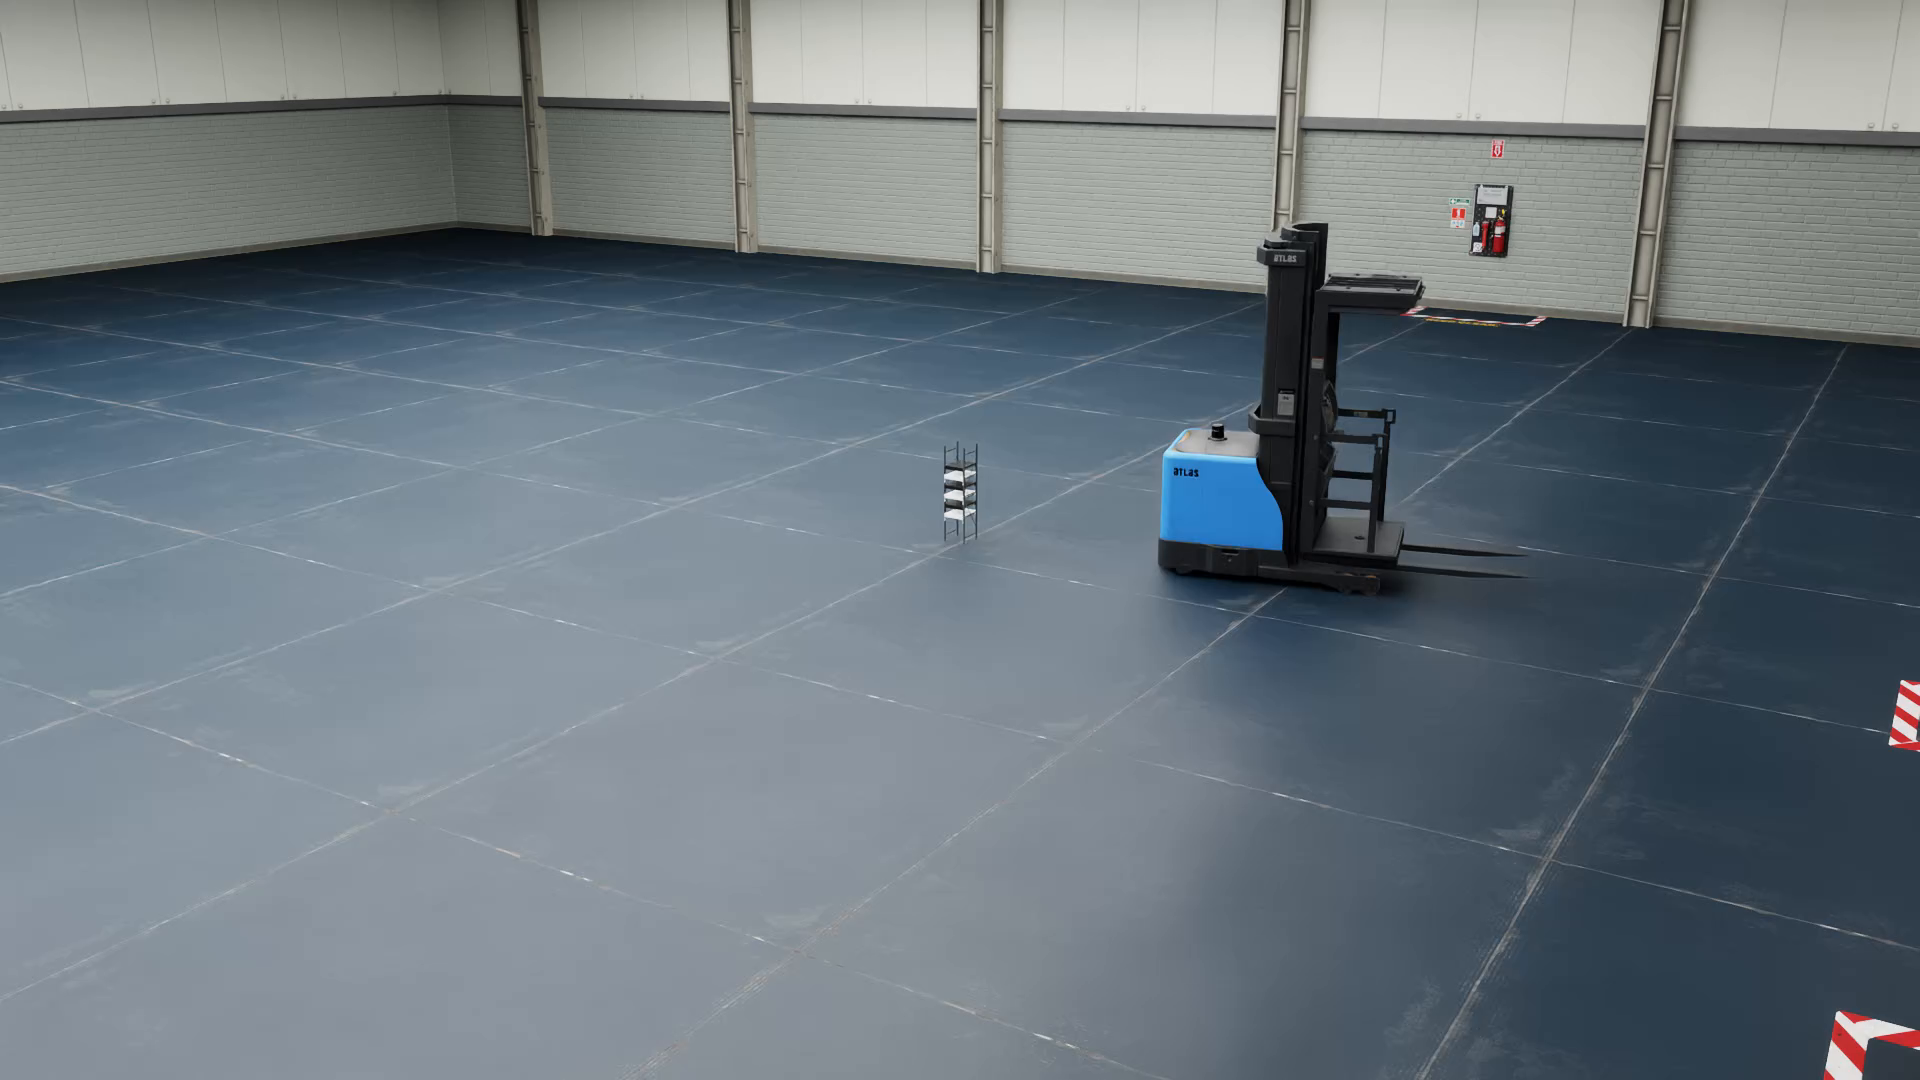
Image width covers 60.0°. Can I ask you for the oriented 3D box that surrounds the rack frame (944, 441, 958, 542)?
[{"bbox_3d":[-0.080,-0.445,15.166,0.006,0.900,0.240,10,20,30],"label":"rack frame"}]

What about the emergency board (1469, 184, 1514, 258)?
[{"bbox_3d":[8.708,-5.233,27.318,0.643,1.169,0.194,10,20,30],"label":"emergency board"}]

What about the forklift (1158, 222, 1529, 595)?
[{"bbox_3d":[3.279,-1.117,13.886,3.031,2.935,1.130,5,18,17],"label":"forklift"}]

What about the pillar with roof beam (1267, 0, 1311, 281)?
[{"bbox_3d":[3.428,-7.565,24.672,0.400,9.000,9.100,10,20,30],"label":"pillar with roof beam"}]

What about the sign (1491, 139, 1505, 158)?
[{"bbox_3d":[8.753,-6.369,27.066,0.199,0.298,0.001,10,20,30],"label":"sign"}]

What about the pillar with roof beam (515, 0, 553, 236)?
[{"bbox_3d":[-11.910,-10.303,33.685,0.400,9.000,9.100,10,20,30],"label":"pillar with roof beam"}]

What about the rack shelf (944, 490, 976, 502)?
[{"bbox_3d":[0.007,-0.397,15.125,0.200,0.077,0.258,10,20,30],"label":"rack shelf"}]

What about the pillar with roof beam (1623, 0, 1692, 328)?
[{"bbox_3d":[8.541,-6.652,21.667,0.400,9.000,9.100,10,20,30],"label":"pillar with roof beam"}]

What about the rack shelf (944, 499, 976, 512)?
[{"bbox_3d":[0.007,-0.311,15.151,0.200,0.077,0.258,10,20,30],"label":"rack shelf"}]

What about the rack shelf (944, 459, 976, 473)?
[{"bbox_3d":[0.007,-0.656,15.046,0.200,0.077,0.258,10,20,30],"label":"rack shelf"}]

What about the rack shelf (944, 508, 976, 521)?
[{"bbox_3d":[0.007,-0.225,15.177,0.200,0.077,0.258,10,20,30],"label":"rack shelf"}]

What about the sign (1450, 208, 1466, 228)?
[{"bbox_3d":[8.291,-5.360,27.674,0.234,0.329,0.001,10,20,30],"label":"sign"}]

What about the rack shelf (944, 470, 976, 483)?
[{"bbox_3d":[0.007,-0.570,15.072,0.200,0.077,0.258,10,20,30],"label":"rack shelf"}]

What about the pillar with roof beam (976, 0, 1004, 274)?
[{"bbox_3d":[-1.685,-8.478,27.676,0.400,9.000,9.100,10,20,30],"label":"pillar with roof beam"}]

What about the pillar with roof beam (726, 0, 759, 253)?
[{"bbox_3d":[-6.797,-9.390,30.681,0.400,9.000,9.100,10,20,30],"label":"pillar with roof beam"}]

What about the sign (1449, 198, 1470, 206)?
[{"bbox_3d":[8.290,-5.611,27.587,0.331,0.109,0.001,10,20,30],"label":"sign"}]

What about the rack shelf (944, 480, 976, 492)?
[{"bbox_3d":[0.007,-0.484,15.099,0.200,0.077,0.258,10,20,30],"label":"rack shelf"}]

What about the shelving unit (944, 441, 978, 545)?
[{"bbox_3d":[0.007,-0.429,15.115,0.210,0.900,0.258,10,20,30],"label":"shelving unit"}]

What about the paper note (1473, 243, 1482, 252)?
[{"bbox_3d":[8.593,-4.856,27.591,0.142,0.148,0.016,10,20,30],"label":"paper note"}]

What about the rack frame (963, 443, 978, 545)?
[{"bbox_3d":[0.094,-0.414,15.064,0.006,0.900,0.240,10,20,30],"label":"rack frame"}]
